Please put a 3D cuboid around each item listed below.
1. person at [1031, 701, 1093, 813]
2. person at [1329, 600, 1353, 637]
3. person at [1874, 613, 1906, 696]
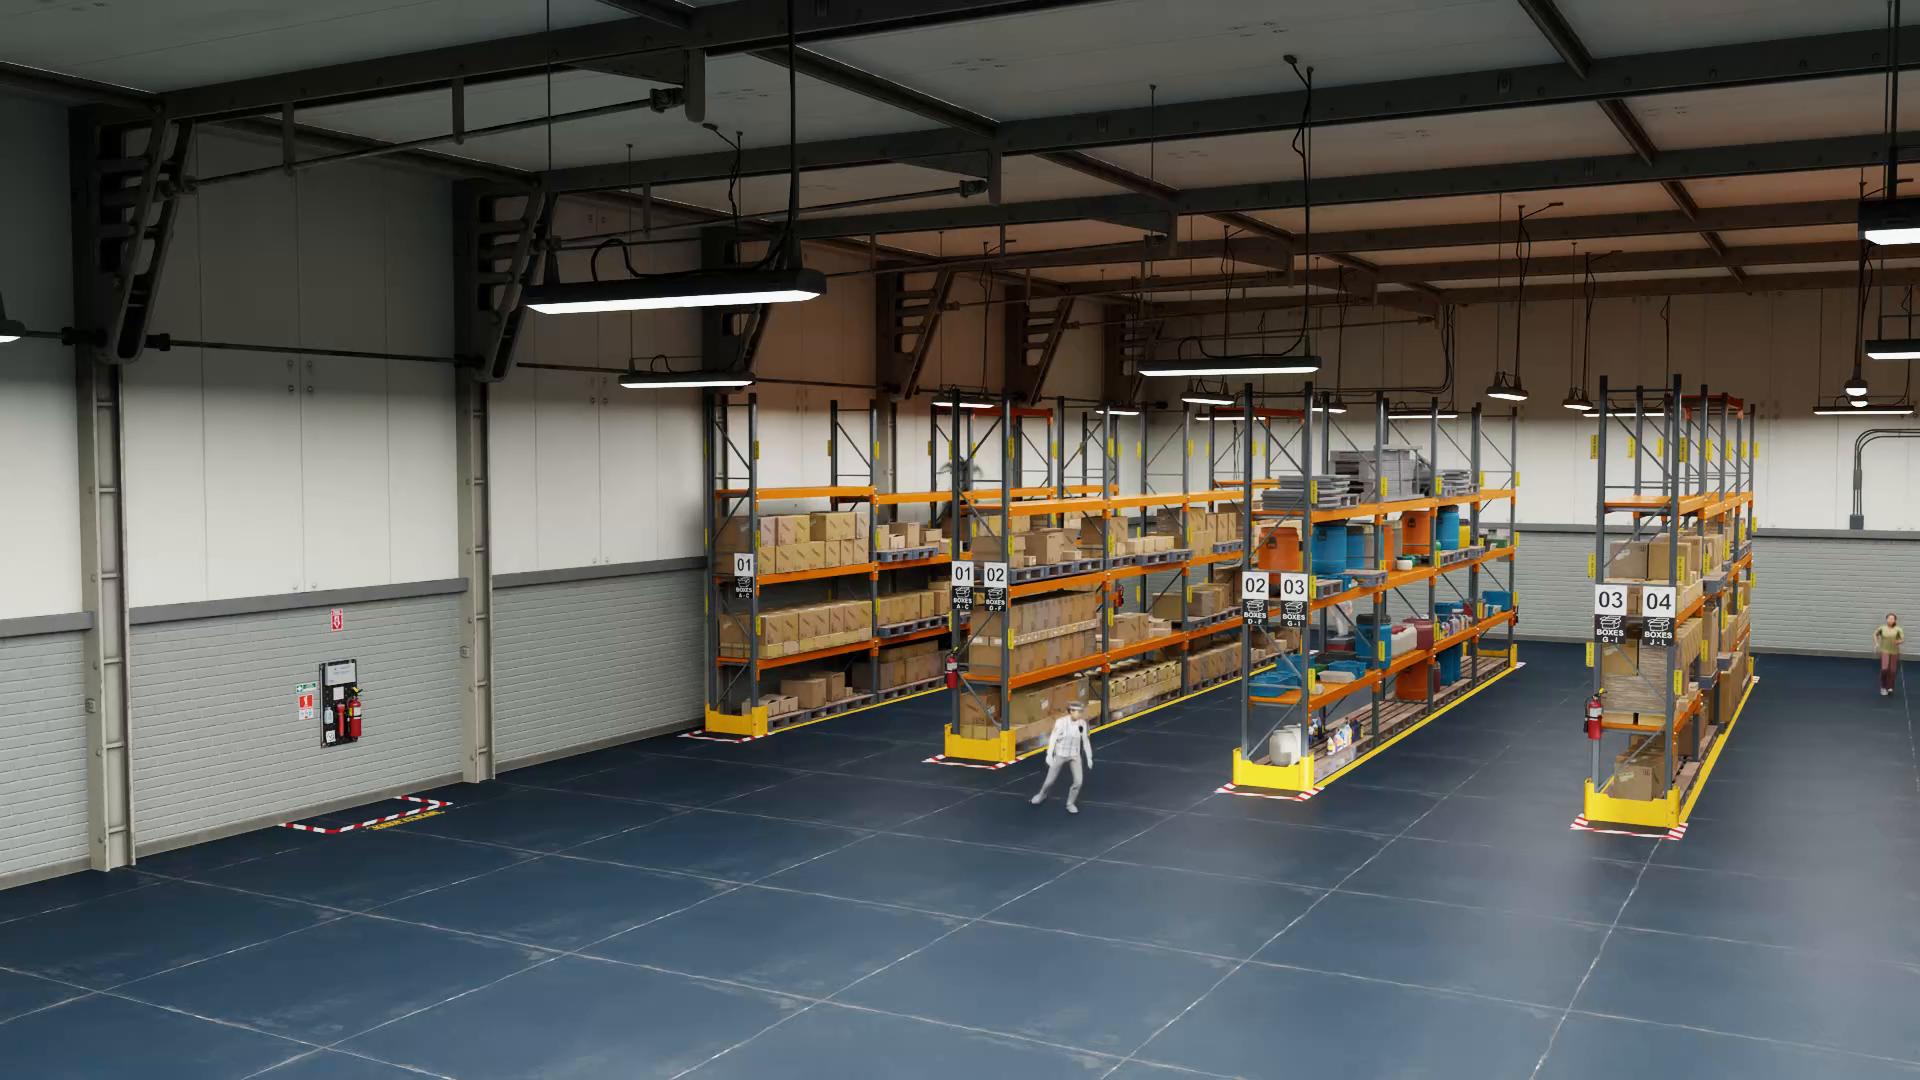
[{"bbox_3d":[1.423,2.975,23.058,0.788,1.566,0.737,0,3,-9],"label":"person"},{"bbox_3d":[9.418,1.963,41.132,0.575,1.645,0.699,0,3,4],"label":"person"},{"bbox_3d":[18.950,2.339,33.889,0.534,1.683,0.689,1,3,22],"label":"person"}]
